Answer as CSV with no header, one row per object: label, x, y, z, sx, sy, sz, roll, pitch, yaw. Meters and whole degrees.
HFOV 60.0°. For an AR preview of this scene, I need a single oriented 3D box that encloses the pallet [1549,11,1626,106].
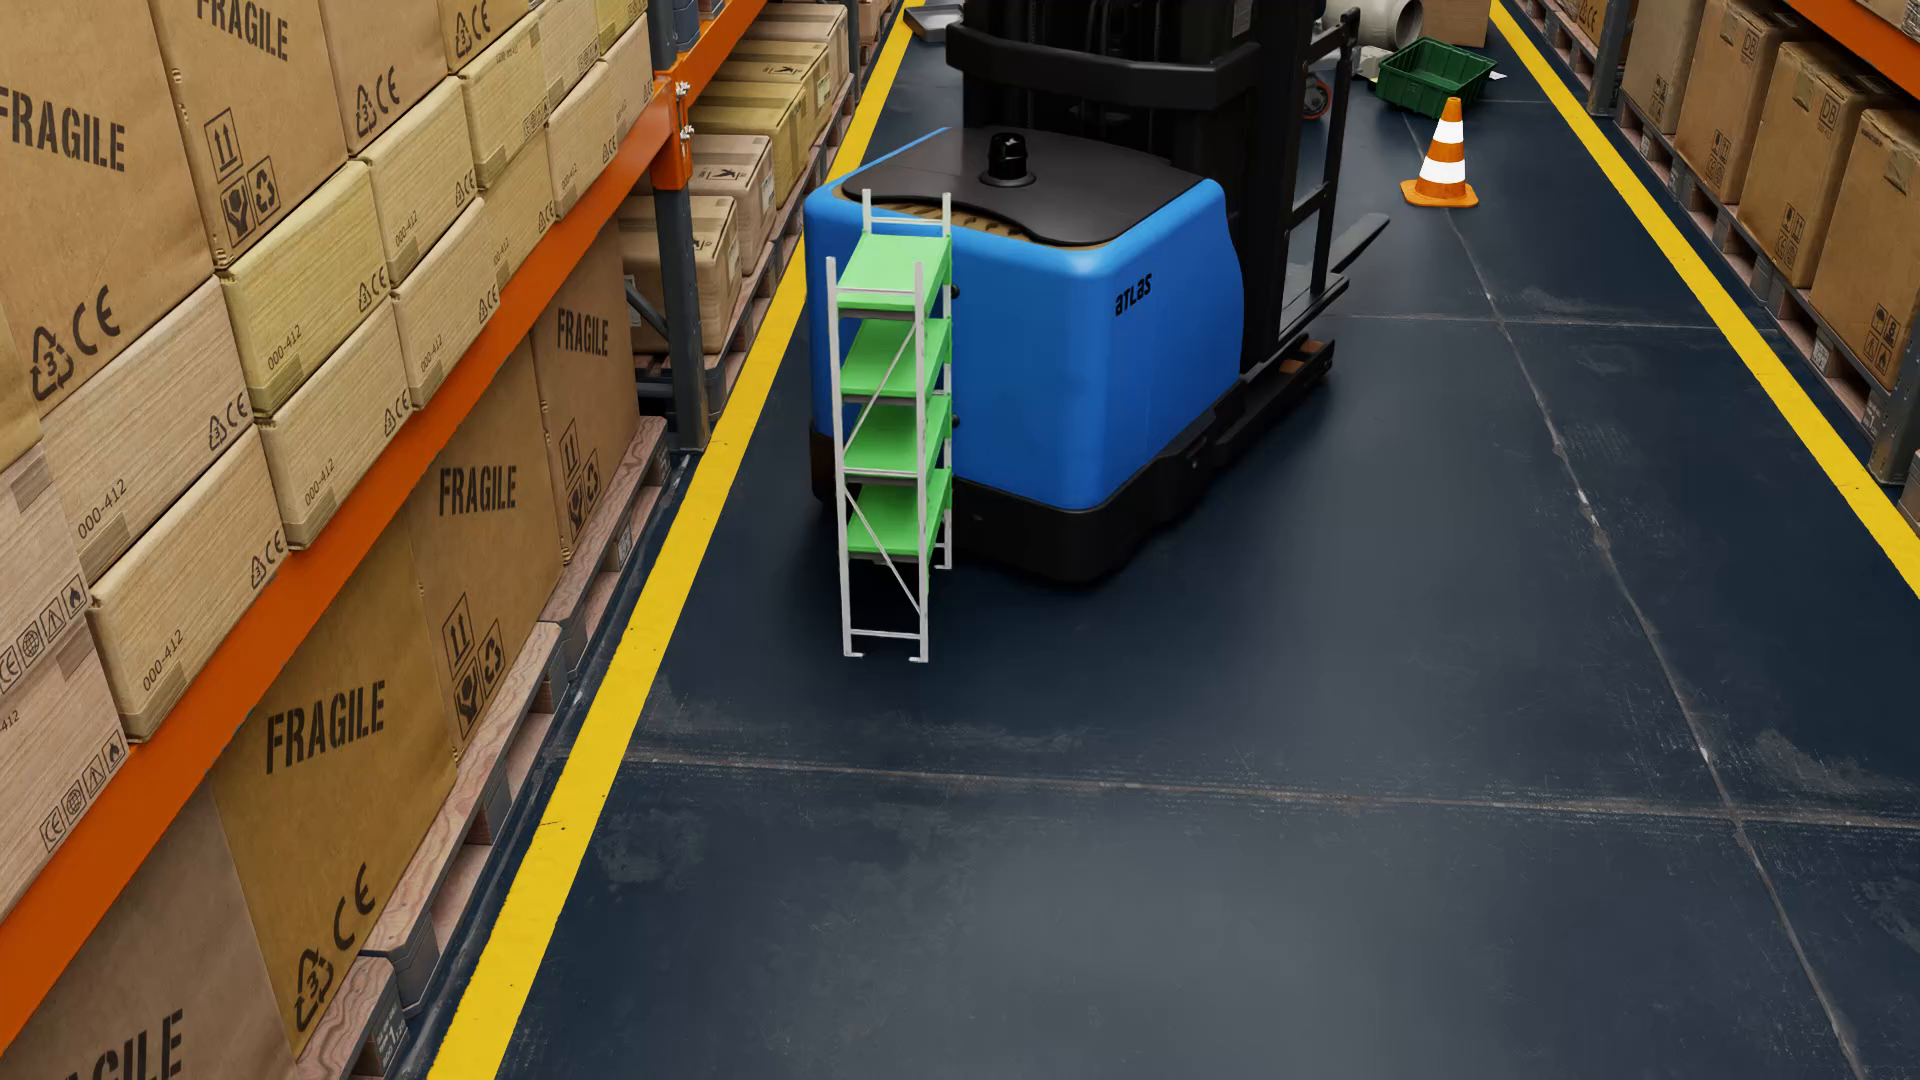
pallet,4.032,-2.764,9.534,1.003,0.211,1.213,2,32,4

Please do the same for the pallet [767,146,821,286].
pallet,-1.208,-1.482,7.453,1.003,0.211,1.213,2,32,4

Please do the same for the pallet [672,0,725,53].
pallet,-1.423,-1.919,5.688,1.213,0.211,1.003,2,32,4

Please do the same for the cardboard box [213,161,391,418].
cardboard box,-1.302,-0.436,2.765,0.500,0.250,0.500,3,32,5

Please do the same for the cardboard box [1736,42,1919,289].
cardboard box,3.774,-1.458,6.501,1.050,0.750,0.750,3,32,5

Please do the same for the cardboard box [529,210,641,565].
cardboard box,-1.514,-0.541,4.893,0.875,0.875,0.875,2,32,4

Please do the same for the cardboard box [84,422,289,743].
cardboard box,-1.361,0.042,2.466,0.500,0.250,0.500,2,32,3

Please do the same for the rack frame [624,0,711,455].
rack frame,-1.375,-1.624,5.026,1.000,3.000,0.127,2,32,4

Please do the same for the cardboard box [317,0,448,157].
cardboard box,-1.285,-1.018,2.995,0.500,0.500,0.500,2,32,3

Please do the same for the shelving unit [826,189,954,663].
shelving unit,-0.177,-0.303,4.598,0.258,1.200,0.503,4,32,6

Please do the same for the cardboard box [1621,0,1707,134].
cardboard box,3.932,-2.450,8.110,1.050,0.750,0.750,2,32,4

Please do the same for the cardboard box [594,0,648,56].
cardboard box,-1.161,-1.509,4.506,0.500,0.250,0.500,2,32,4

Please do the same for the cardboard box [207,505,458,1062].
cardboard box,-1.664,0.393,3.378,0.875,0.875,0.875,3,32,5

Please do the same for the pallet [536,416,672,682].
pallet,-1.514,-0.028,5.094,1.003,0.211,1.213,2,32,4

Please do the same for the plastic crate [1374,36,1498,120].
plastic crate,2.601,-2.531,9.124,0.450,0.188,0.662,29,41,23

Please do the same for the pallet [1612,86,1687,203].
pallet,3.905,-1.963,8.234,1.003,0.211,1.213,2,32,4

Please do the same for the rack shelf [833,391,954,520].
rack shelf,-0.177,-0.248,4.631,0.258,0.148,0.480,4,32,6

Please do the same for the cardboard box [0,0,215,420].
cardboard box,-1.365,-0.486,2.130,0.500,0.500,0.500,2,32,4

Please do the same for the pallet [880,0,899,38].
pallet,-0.933,-3.521,10.762,1.003,0.211,1.213,2,32,4

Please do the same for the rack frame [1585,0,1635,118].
rack frame,3.892,-3.557,8.163,1.000,3.000,0.127,2,32,4

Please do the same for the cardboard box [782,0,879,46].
cardboard box,-0.732,-3.021,9.513,0.500,0.250,0.500,1,32,2

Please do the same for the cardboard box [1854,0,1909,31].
cardboard box,3.378,-2.016,5.566,0.500,0.500,0.500,2,32,4

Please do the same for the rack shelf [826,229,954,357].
rack shelf,-0.177,-0.657,4.379,0.258,0.148,0.480,4,32,6

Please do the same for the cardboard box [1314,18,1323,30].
cardboard box,2.197,-3.370,10.466,0.396,0.266,0.258,8,32,12

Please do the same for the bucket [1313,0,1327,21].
bucket,1.606,-2.980,8.898,0.726,0.611,0.620,14,44,21

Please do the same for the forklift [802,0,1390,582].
forklift,0.734,-1.858,5.471,1.130,2.935,3.031,18,36,27

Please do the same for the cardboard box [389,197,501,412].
cardboard box,-1.254,-0.486,3.323,0.500,0.250,0.500,2,32,3

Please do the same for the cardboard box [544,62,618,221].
cardboard box,-1.183,-1.017,4.184,0.500,0.250,0.500,3,32,5

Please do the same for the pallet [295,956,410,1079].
pallet,-1.713,1.248,3.023,1.003,0.211,1.213,2,32,4

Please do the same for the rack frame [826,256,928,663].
rack frame,-0.209,-0.176,4.392,0.240,1.200,0.015,4,32,6

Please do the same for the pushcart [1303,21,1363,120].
pushcart,1.227,-2.528,8.992,1.648,0.377,0.936,-8,33,-13

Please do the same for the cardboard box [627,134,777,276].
cardboard box,-1.267,-1.365,6.711,0.950,0.372,0.625,2,32,3

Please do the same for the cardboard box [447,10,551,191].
cardboard box,-1.221,-0.972,3.634,0.500,0.250,0.500,2,32,3

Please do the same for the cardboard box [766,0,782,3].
cardboard box,-1.269,-3.044,9.551,0.500,0.250,0.500,4,32,6

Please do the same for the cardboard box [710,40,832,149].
cardboard box,-1.145,-2.125,7.944,0.950,0.372,0.625,4,32,7

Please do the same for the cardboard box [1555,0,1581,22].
cardboard box,4.083,-3.629,9.904,0.875,0.875,0.875,3,32,4

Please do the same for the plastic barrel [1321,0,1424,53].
plastic barrel,2.456,-3.119,9.907,0.512,0.421,0.421,27,41,37

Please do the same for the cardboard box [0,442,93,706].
cardboard box,-1.384,0.101,1.894,0.500,0.250,0.500,2,32,3

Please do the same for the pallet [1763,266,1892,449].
pallet,3.706,-0.687,6.164,1.003,0.211,1.213,2,32,4

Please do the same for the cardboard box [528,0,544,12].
cardboard box,-1.190,-1.542,3.845,0.500,0.500,0.500,3,32,5

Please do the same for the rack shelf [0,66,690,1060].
rack shelf,-1.538,-0.272,3.518,1.077,0.370,4.000,2,32,4
